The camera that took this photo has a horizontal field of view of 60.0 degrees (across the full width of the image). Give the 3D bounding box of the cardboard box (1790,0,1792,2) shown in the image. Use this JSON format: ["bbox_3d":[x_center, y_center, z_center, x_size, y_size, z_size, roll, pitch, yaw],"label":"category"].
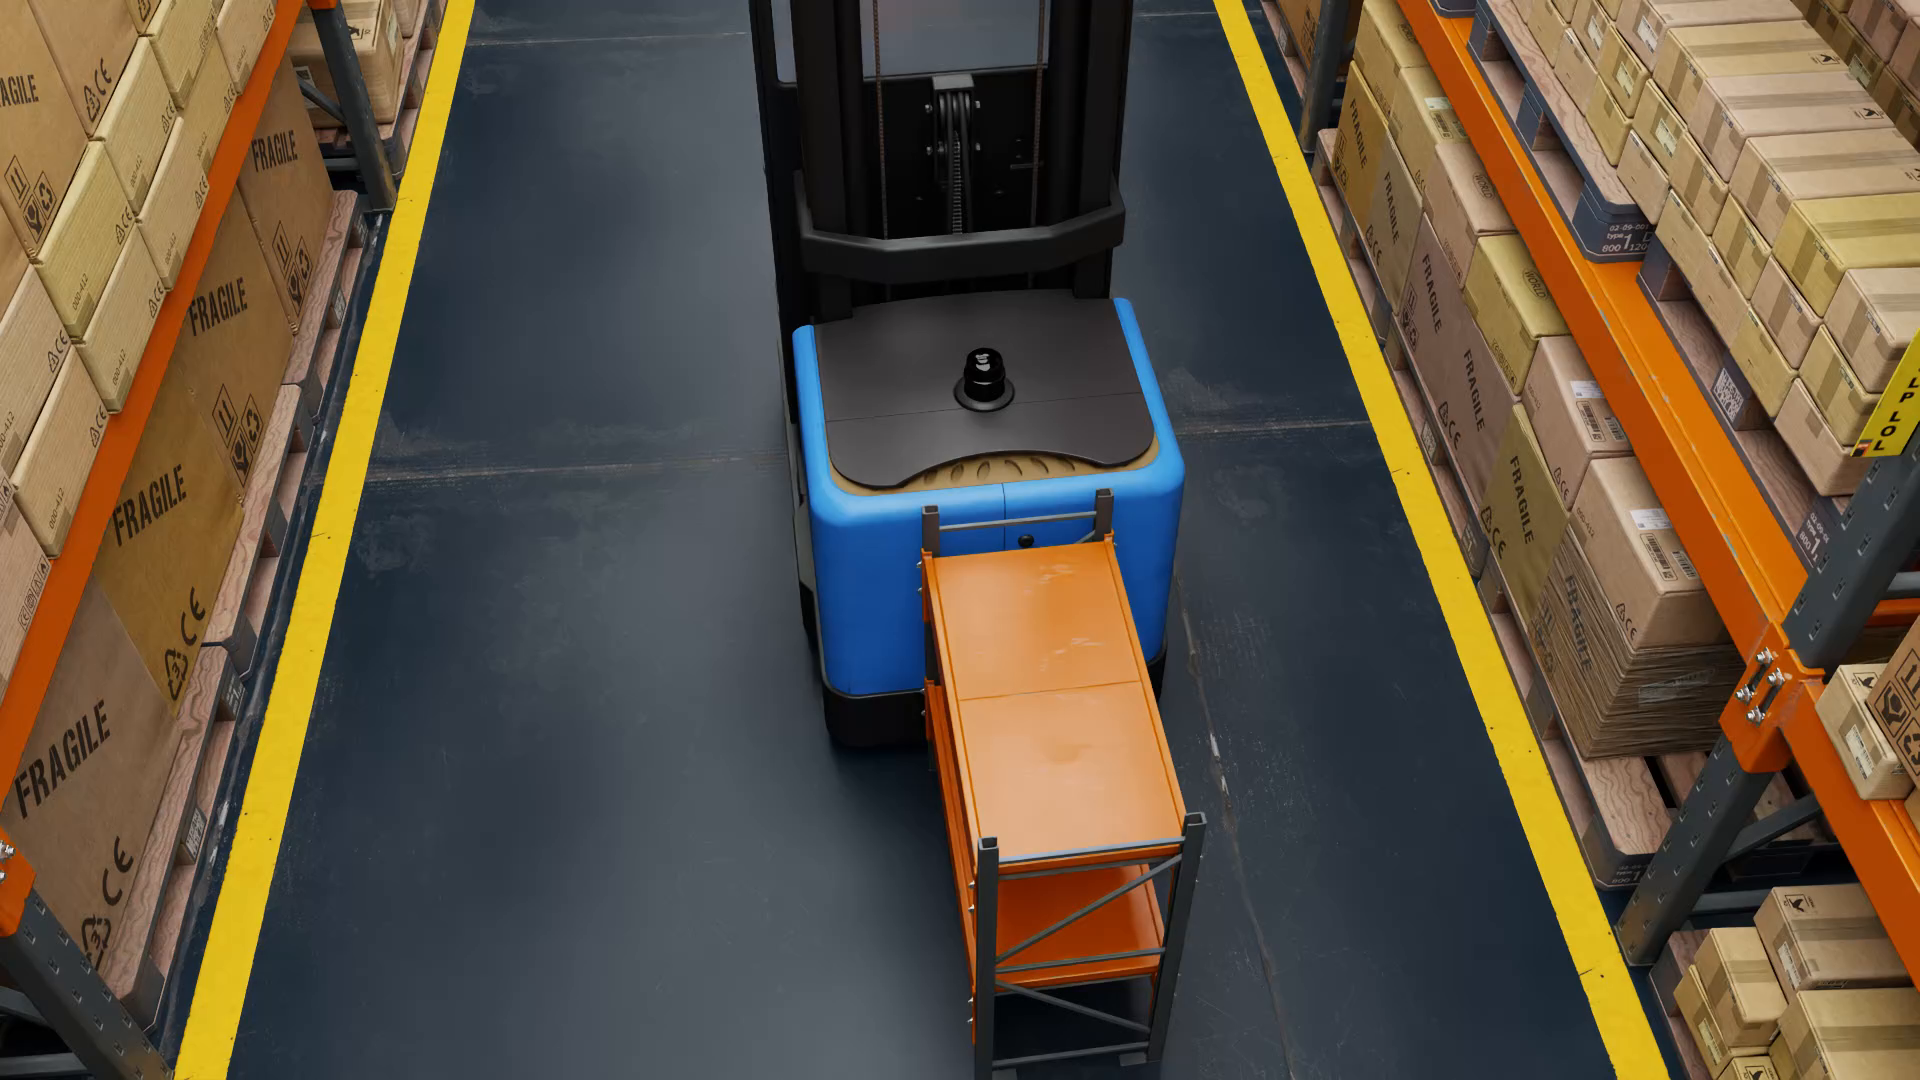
[{"bbox_3d":[2.621,-1.707,4.980,0.380,0.149,0.250,-2,47,-2],"label":"cardboard box"}]

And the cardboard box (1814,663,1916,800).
[{"bbox_3d":[2.048,0.395,3.483,0.380,0.149,0.250,-2,47,-2],"label":"cardboard box"}]

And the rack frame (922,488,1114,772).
[{"bbox_3d":[0.150,0.285,4.705,0.500,1.125,0.032,-6,47,-5],"label":"rack frame"}]

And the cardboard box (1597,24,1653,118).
[{"bbox_3d":[2.006,-1.306,4.600,0.380,0.149,0.250,-3,47,-3],"label":"cardboard box"}]

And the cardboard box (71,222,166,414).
[{"bbox_3d":[-2.420,-0.571,4.328,0.500,0.250,0.500,-4,47,-4],"label":"cardboard box"}]

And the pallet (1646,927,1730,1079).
[{"bbox_3d":[2.442,1.527,4.159,1.003,0.211,1.213,-3,47,-3],"label":"pallet"}]

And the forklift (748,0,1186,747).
[{"bbox_3d":[-0.086,-1.460,5.114,1.130,2.935,3.031,-6,47,-5],"label":"forklift"}]

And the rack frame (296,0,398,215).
[{"bbox_3d":[-2.909,-2.436,5.991,1.000,3.000,0.127,-3,47,-3],"label":"rack frame"}]

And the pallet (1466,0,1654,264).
[{"bbox_3d":[2.222,-1.314,5.061,1.003,0.211,1.213,-3,47,-3],"label":"pallet"}]

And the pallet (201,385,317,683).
[{"bbox_3d":[-2.819,-0.022,5.625,1.003,0.211,1.213,-3,47,-3],"label":"pallet"}]

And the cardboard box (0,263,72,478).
[{"bbox_3d":[-2.402,-0.373,3.797,0.500,0.250,0.500,-3,47,-3],"label":"cardboard box"}]

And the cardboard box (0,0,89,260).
[{"bbox_3d":[-2.434,-0.985,3.860,0.500,0.500,0.500,-5,47,-4],"label":"cardboard box"}]

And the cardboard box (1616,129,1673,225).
[{"bbox_3d":[2.029,-1.000,4.515,0.380,0.149,0.250,-5,47,-5],"label":"cardboard box"}]

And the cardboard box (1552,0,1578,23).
[{"bbox_3d":[1.965,-1.677,4.951,0.380,0.149,0.250,-4,47,-4],"label":"cardboard box"}]

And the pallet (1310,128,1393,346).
[{"bbox_3d":[2.079,-1.286,6.822,1.003,0.211,1.213,-3,47,-3],"label":"pallet"}]

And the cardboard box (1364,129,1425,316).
[{"bbox_3d":[1.866,-1.204,6.257,0.500,0.500,0.500,-3,47,-3],"label":"cardboard box"}]

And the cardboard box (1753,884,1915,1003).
[{"bbox_3d":[2.173,0.977,4.023,0.380,0.149,0.250,-2,47,-2],"label":"cardboard box"}]

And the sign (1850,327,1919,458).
[{"bbox_3d":[1.797,-0.278,3.150,0.100,0.325,0.005,-3,47,-3],"label":"sign"}]

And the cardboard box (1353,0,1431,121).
[{"bbox_3d":[1.832,-1.839,6.342,0.500,0.250,0.500,-5,47,-5],"label":"cardboard box"}]

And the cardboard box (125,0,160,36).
[{"bbox_3d":[-2.519,-1.726,4.561,0.500,0.500,0.500,-3,47,-3],"label":"cardboard box"}]

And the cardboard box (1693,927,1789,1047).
[{"bbox_3d":[2.062,1.099,4.112,0.380,0.149,0.250,-2,47,-1],"label":"cardboard box"}]

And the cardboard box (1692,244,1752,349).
[{"bbox_3d":[2.078,-0.618,4.153,0.380,0.149,0.250,-4,47,-3],"label":"cardboard box"}]

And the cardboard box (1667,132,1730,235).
[{"bbox_3d":[2.052,-0.920,4.234,0.380,0.149,0.250,-5,47,-5],"label":"cardboard box"}]

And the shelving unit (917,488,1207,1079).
[{"bbox_3d":[0.219,0.651,4.359,0.538,1.125,1.048,-6,47,-5],"label":"shelving unit"}]

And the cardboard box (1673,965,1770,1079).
[{"bbox_3d":[2.061,1.203,4.219,0.380,0.149,0.250,-5,47,-5],"label":"cardboard box"}]

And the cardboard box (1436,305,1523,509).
[{"bbox_3d":[1.956,-0.464,5.555,0.500,0.500,0.500,-4,47,-4],"label":"cardboard box"}]

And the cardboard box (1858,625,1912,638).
[{"bbox_3d":[2.552,-0.009,4.609,0.500,0.250,0.500,-5,47,-5],"label":"cardboard box"}]

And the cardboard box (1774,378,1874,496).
[{"bbox_3d":[2.120,-0.249,3.804,0.380,0.149,0.250,-4,47,-4],"label":"cardboard box"}]

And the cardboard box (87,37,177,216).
[{"bbox_3d":[-2.462,-1.106,4.490,0.500,0.250,0.500,-5,47,-4],"label":"cardboard box"}]

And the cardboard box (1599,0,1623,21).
[{"bbox_3d":[1.990,-1.595,4.669,0.380,0.149,0.250,-4,47,-4],"label":"cardboard box"}]

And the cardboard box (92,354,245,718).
[{"bbox_3d":[-2.789,-0.053,4.908,0.875,0.875,0.875,-2,47,-2],"label":"cardboard box"}]

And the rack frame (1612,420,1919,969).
[{"bbox_3d":[2.350,0.084,3.604,1.000,3.000,0.127,-3,47,-3],"label":"rack frame"}]

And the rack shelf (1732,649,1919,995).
[{"bbox_3d":[2.518,1.778,2.495,1.077,0.370,4.000,-3,47,-3],"label":"rack shelf"}]

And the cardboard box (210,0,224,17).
[{"bbox_3d":[-2.569,-1.851,5.196,0.500,0.250,0.500,-5,47,-4],"label":"cardboard box"}]

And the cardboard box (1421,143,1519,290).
[{"bbox_3d":[1.903,-1.113,5.654,0.500,0.250,0.500,-3,47,-3],"label":"cardboard box"}]

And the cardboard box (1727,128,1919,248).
[{"bbox_3d":[2.079,-0.839,3.952,0.380,0.149,0.250,-5,47,-5],"label":"cardboard box"}]

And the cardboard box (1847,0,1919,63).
[{"bbox_3d":[2.666,-1.427,4.509,0.380,0.149,0.250,-2,47,-2],"label":"cardboard box"}]

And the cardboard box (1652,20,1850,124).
[{"bbox_3d":[2.040,-1.207,4.301,0.380,0.149,0.250,-5,47,-5],"label":"cardboard box"}]

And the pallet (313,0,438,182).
[{"bbox_3d":[-2.973,-2.043,7.539,1.003,0.211,1.213,-3,47,-3],"label":"pallet"}]

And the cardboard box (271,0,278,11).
[{"bbox_3d":[-2.608,-2.034,5.714,0.500,0.250,0.500,-5,47,-5],"label":"cardboard box"}]

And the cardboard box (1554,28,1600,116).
[{"bbox_3d":[1.985,-1.385,4.879,0.380,0.149,0.250,-5,47,-5],"label":"cardboard box"}]

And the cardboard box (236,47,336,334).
[{"bbox_3d":[-2.934,-1.345,6.132,0.875,0.875,0.875,-4,47,-4],"label":"cardboard box"}]

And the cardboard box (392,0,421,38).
[{"bbox_3d":[-3.016,-2.620,7.686,0.950,0.372,0.625,-4,47,-4],"label":"cardboard box"}]

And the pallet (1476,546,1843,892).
[{"bbox_3d":[2.284,0.480,5.150,1.003,0.211,1.213,-3,47,-3],"label":"pallet"}]

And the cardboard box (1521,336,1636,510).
[{"bbox_3d":[2.006,-0.355,4.936,0.500,0.250,0.500,-1,47,-1],"label":"cardboard box"}]

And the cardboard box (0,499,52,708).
[{"bbox_3d":[-2.348,0.175,3.621,0.500,0.250,0.500,-4,47,-4],"label":"cardboard box"}]

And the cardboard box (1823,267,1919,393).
[{"bbox_3d":[2.122,-0.457,3.591,0.380,0.149,0.250,-2,47,-1],"label":"cardboard box"}]

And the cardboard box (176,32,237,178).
[{"bbox_3d":[-2.523,-1.300,5.019,0.500,0.250,0.500,-4,47,-4],"label":"cardboard box"}]

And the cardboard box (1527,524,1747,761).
[{"bbox_3d":[2.037,0.279,4.852,0.500,0.500,0.500,-4,47,-4],"label":"cardboard box"}]

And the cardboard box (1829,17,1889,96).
[{"bbox_3d":[2.661,-1.338,4.630,0.380,0.149,0.250,-4,47,-4],"label":"cardboard box"}]

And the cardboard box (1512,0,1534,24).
[{"bbox_3d":[1.946,-1.755,5.230,0.380,0.149,0.250,-2,47,-2],"label":"cardboard box"}]

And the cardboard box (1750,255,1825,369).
[{"bbox_3d":[2.097,-0.543,3.877,0.380,0.149,0.250,-3,47,-3],"label":"cardboard box"}]

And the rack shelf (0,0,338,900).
[{"bbox_3d":[-2.741,-0.742,4.882,1.077,0.370,4.000,-3,47,-3],"label":"rack shelf"}]

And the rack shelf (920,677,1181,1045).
[{"bbox_3d":[0.219,0.819,4.536,0.538,0.278,1.000,-6,47,-5],"label":"rack shelf"}]
